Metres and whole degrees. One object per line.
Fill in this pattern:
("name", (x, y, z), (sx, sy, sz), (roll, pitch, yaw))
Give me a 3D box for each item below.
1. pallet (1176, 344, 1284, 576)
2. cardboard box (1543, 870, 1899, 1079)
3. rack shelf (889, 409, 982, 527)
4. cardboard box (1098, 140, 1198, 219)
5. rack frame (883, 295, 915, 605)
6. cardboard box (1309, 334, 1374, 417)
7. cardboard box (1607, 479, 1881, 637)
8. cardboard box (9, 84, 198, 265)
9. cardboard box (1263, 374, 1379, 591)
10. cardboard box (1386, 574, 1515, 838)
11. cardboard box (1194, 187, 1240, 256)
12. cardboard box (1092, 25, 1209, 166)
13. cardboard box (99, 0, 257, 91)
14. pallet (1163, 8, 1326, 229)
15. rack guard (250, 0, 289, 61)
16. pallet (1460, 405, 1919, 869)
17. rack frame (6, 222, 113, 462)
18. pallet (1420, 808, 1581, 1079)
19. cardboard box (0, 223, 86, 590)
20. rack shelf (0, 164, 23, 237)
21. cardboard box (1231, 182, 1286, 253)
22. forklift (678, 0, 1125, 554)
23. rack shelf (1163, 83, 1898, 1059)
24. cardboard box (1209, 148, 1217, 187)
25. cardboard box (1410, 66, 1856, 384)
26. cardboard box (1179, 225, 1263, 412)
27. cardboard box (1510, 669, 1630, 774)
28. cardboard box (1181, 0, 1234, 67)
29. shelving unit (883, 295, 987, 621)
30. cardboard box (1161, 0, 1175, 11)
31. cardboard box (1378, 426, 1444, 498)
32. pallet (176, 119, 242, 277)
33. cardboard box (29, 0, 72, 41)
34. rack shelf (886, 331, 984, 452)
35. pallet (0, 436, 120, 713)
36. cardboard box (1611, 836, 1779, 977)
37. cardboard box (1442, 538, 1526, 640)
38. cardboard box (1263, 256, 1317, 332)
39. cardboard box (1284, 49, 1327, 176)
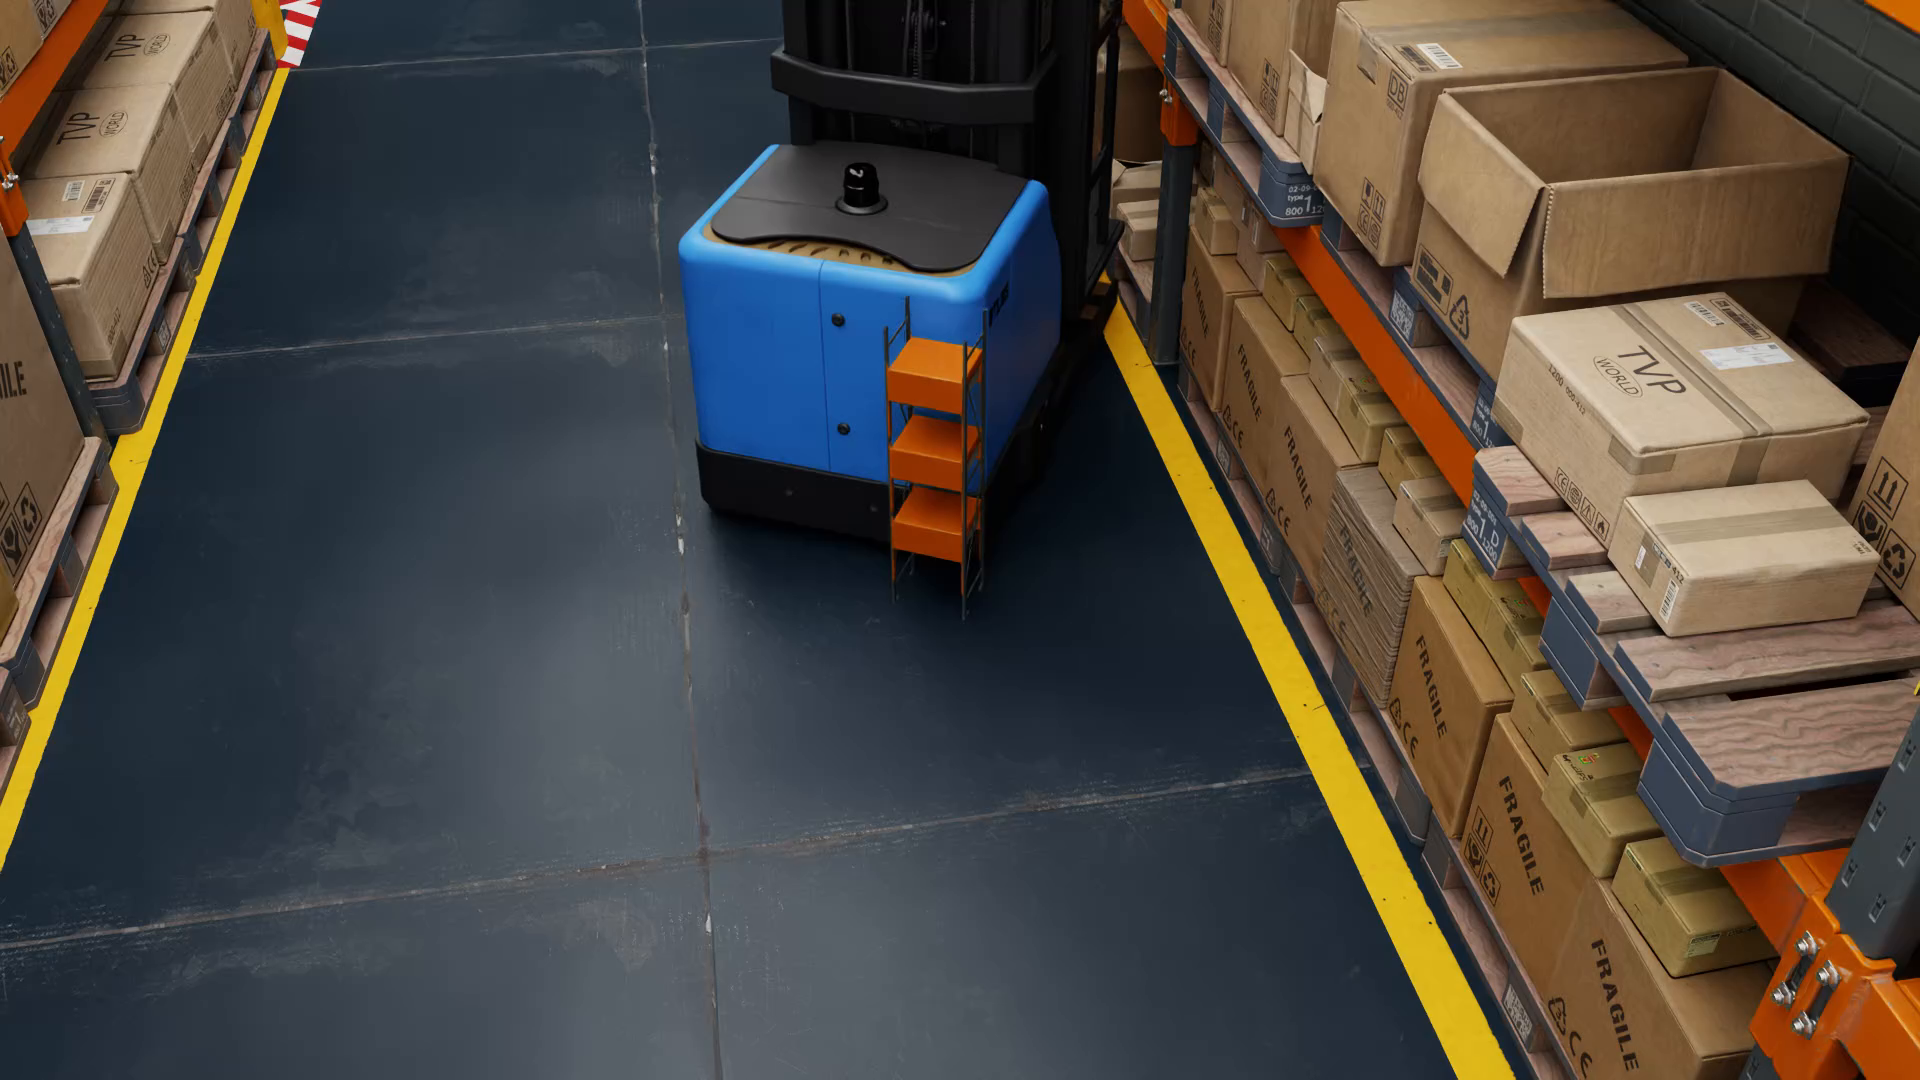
("pallet", (1.438, -0.374, 6.060), (1.003, 0.211, 1.213), (-6, 38, -8))
("cardboard box", (1.673, 1.042, 3.659), (0.500, 0.500, 0.500), (-5, 38, -7))
("rack shelf", (-0.072, -0.227, 5.204), (0.240, 0.259, 0.215), (12, 39, 15))
("cardboard box", (0.808, -1.570, 7.212), (0.396, 0.266, 0.258), (-5, 38, -6))
("rack frame", (-0.187, -0.259, 5.228), (0.008, 1.050, 0.200), (12, 39, 15))
("cardboard box", (1.308, -0.521, 5.142), (0.380, 0.149, 0.250), (-6, 38, -8))
("cardboard box", (1.466, 0.031, 3.128), (0.380, 0.149, 0.250), (-6, 38, -7))
("cardboard box", (-3.790, -1.512, 6.998), (0.875, 0.438, 0.875), (-7, 38, -9))
("cardboard box", (1.307, -0.203, 5.261), (0.500, 0.500, 0.500), (-7, 38, -9))
("cardboard box", (1.502, 0.423, 4.456), (0.500, 0.500, 0.500), (-5, 38, -6))
("cardboard box", (1.059, -1.152, 5.955), (0.380, 0.149, 0.250), (-5, 38, -6))
("cardboard box", (0.864, -2.030, 7.614), (0.700, 0.500, 0.500), (-8, 38, -10))
("cardboard box", (-4.115, -2.609, 8.409), (0.875, 0.438, 0.875), (-7, 38, -9))
("pallet", (1.290, -1.393, 5.254), (1.003, 0.211, 1.213), (-6, 38, -8))
("rack guard", (-4.334, -2.870, 9.037), (1.175, 0.500, 0.348), (-6, 38, -8))
("pallet", (1.771, 0.127, 3.298), (1.213, 0.211, 1.003), (-6, 38, -8))
("rack frame", (-3.628, -1.427, 5.141), (1.000, 3.000, 0.127), (-6, 38, -8))
("pallet", (1.865, 1.099, 4.163), (1.003, 0.211, 1.213), (-6, 38, -8))
("cardboard box", (-3.441, -0.388, 5.193), (0.875, 0.875, 0.875), (-5, 38, -7))
("rack shelf", (-3.278, 0.065, 3.807), (1.077, 0.370, 4.000), (-6, 38, -8))
("cardboard box", (1.152, -1.118, 5.668), (0.380, 0.149, 0.250), (-8, 39, -10))
("forklift", (0.023, -2.016, 5.956), (1.130, 2.935, 3.031), (11, 39, 14))
("rack shelf", (1.608, -0.471, 4.497), (1.077, 0.370, 4.000), (-6, 38, -8))
("cardboard box", (1.375, -1.491, 7.074), (0.500, 0.311, 0.500), (-5, 38, -6))
("cardboard box", (1.491, -0.719, 3.805), (0.797, 0.503, 0.637), (-7, 38, -9))
("cardboard box", (1.121, -0.825, 6.062), (0.500, 0.500, 0.500), (-5, 38, -6))
("cardboard box", (1.542, 0.422, 3.928), (0.380, 0.149, 0.250), (-7, 38, -9))
("cardboard box", (1.122, -1.852, 5.265), (0.700, 0.500, 0.500), (-5, 38, -7))
("shelving unit", (-0.072, -0.235, 5.197), (0.252, 1.050, 0.215), (12, 39, 15))
("cardboard box", (0.953, -2.029, 6.122), (0.380, 0.149, 0.250), (-6, 38, -7))
("cardboard box", (1.425, -0.211, 4.743), (0.380, 0.149, 0.250), (-6, 38, -8))
("pallet", (-3.902, -1.532, 7.549), (1.003, 0.211, 1.213), (-6, 38, -8))
("cardboard box", (-3.537, -2.082, 5.904), (0.500, 0.500, 0.500), (-6, 38, -8))
("rack shelf", (-0.072, -0.451, 5.030), (0.240, 0.259, 0.215), (12, 39, 15))
("pallet", (-3.419, 0.132, 5.407), (1.003, 0.211, 1.213), (-6, 38, -8))
("cardboard box", (1.623, 0.747, 3.510), (0.380, 0.149, 0.250), (-8, 39, -10))
("cardboard box", (1.496, 0.107, 4.334), (0.380, 0.149, 0.250), (-7, 38, -9))
("cardboard box", (1.240, -0.840, 5.552), (0.380, 0.149, 0.250), (-8, 39, -10))
("cardboard box", (1.124, -1.195, 4.611), (0.396, 0.266, 0.258), (-4, 38, -6))
